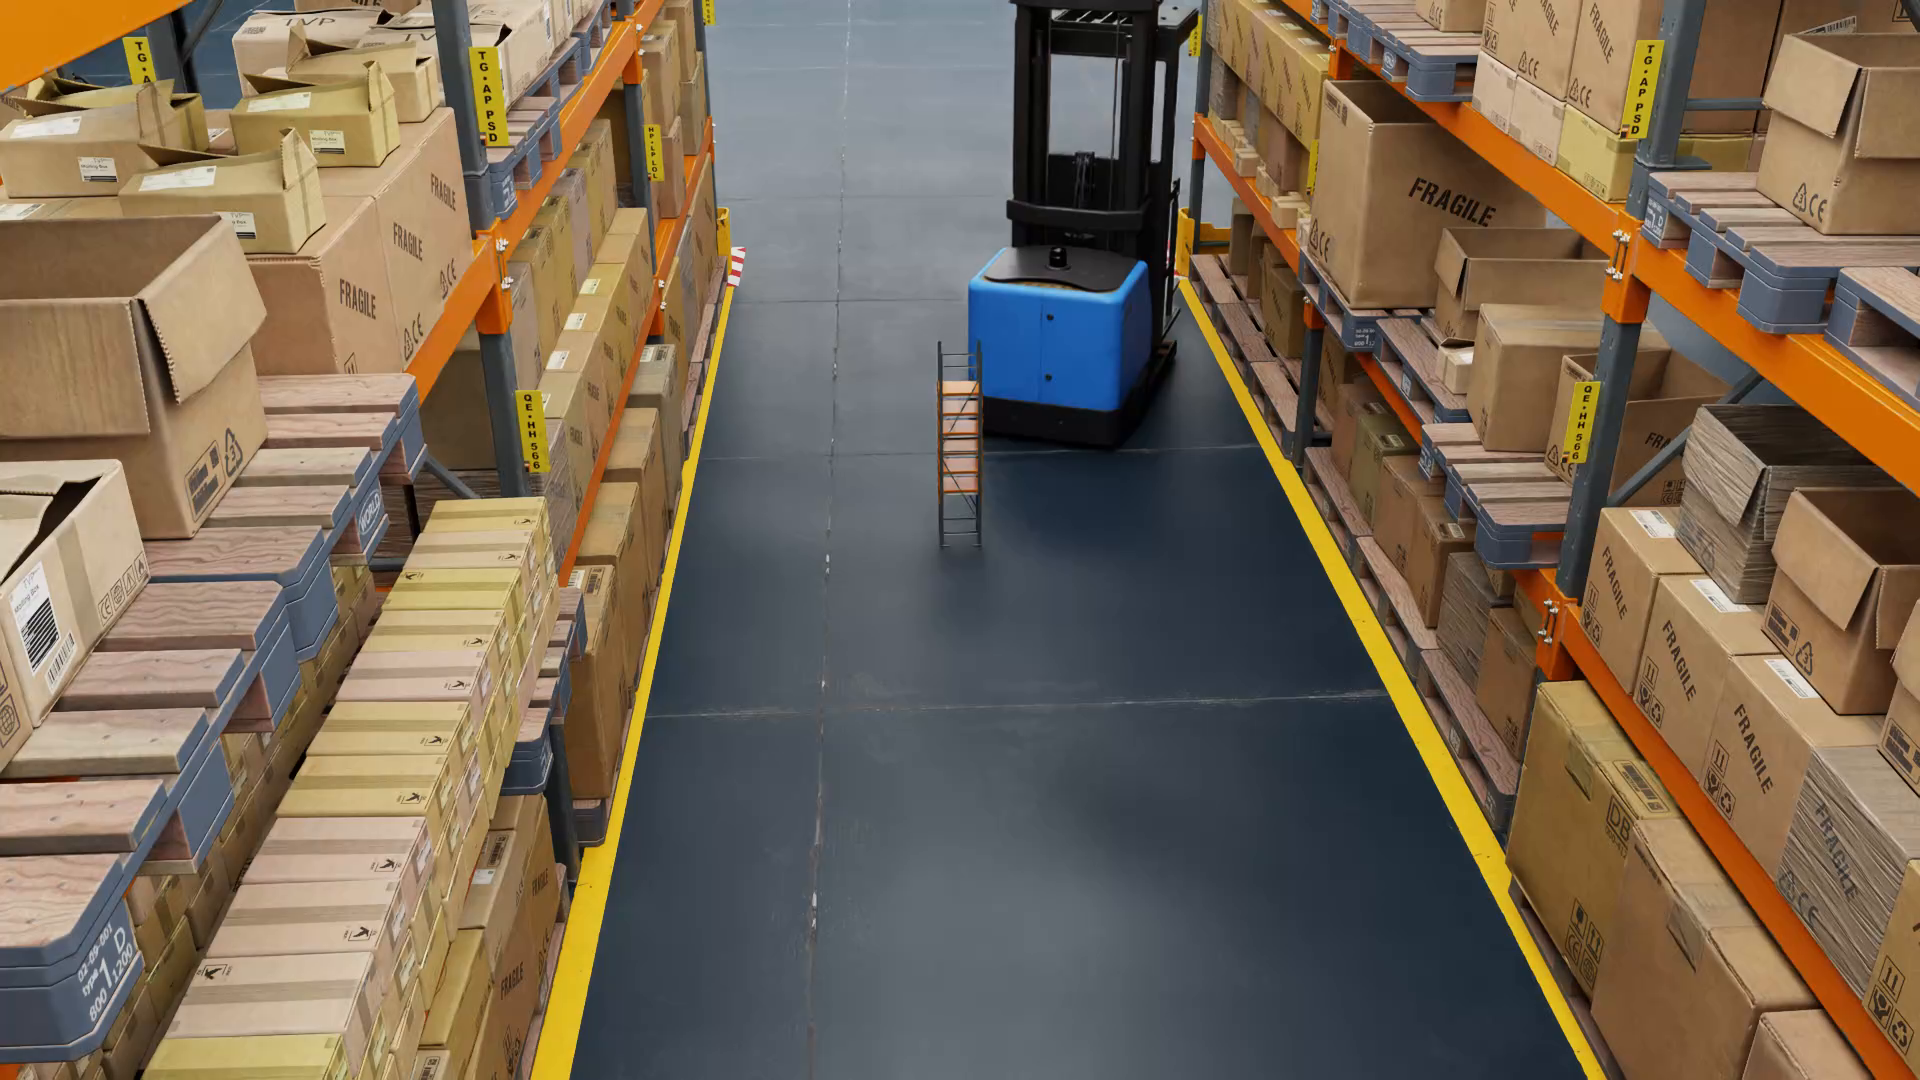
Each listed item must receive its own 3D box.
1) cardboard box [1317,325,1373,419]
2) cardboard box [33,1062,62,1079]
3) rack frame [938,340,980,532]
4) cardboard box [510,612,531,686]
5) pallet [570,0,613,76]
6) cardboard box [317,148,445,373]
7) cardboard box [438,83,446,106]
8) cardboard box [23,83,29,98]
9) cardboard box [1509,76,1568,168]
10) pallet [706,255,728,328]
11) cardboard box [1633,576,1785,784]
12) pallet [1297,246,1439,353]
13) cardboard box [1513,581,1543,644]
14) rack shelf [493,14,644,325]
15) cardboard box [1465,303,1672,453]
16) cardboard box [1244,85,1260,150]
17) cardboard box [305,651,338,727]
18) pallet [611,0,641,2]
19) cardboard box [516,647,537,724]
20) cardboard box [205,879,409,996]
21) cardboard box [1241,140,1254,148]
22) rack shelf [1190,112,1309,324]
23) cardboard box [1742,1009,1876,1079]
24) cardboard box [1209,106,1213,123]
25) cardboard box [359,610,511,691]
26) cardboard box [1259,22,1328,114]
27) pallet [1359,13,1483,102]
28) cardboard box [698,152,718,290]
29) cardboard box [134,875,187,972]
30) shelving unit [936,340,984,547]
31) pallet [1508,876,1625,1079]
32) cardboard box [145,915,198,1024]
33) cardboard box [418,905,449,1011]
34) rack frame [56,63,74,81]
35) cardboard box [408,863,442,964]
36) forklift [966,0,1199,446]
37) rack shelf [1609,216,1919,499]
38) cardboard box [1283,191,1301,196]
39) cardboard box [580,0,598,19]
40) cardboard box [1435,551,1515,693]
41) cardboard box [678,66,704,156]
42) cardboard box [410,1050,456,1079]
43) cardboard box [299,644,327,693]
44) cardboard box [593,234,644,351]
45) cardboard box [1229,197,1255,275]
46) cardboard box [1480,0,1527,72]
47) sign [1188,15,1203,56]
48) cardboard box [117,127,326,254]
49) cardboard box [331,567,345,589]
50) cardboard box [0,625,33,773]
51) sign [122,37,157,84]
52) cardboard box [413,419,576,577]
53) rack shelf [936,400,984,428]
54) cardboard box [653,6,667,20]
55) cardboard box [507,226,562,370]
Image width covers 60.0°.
[{"bbox_3d":[2.659,-1.084,10.834,0.500,0.500,0.500,-2,28,-4],"label":"cardboard box"},{"bbox_3d":[-2.157,1.063,3.643,0.380,0.149,0.250,-1,28,-3],"label":"cardboard box"},{"bbox_3d":[-0.006,-0.581,9.566,0.240,1.200,0.006,-1,28,-3],"label":"rack frame"},{"bbox_3d":[-1.597,0.355,5.322,0.380,0.149,0.250,-1,28,-1],"label":"cardboard box"},{"bbox_3d":[-2.221,-2.571,8.398,0.805,0.209,1.217,-2,28,-5],"label":"pallet"},{"bbox_3d":[-1.787,-0.787,4.663,0.500,0.500,0.500,-1,28,-3],"label":"cardboard box"},{"bbox_3d":[-1.967,-1.508,5.863,0.380,0.149,0.250,-2,28,-5],"label":"cardboard box"},{"bbox_3d":[-7.162,-3.361,12.521,0.500,0.500,0.500,-2,28,-4],"label":"cardboard box"},{"bbox_3d":[2.540,-1.679,6.645,0.500,0.250,0.500,-1,28,-3],"label":"cardboard box"},{"bbox_3d":[-2.407,-1.991,13.339,1.003,0.211,1.213,-1,28,-3],"label":"pallet"},{"bbox_3d":[2.632,0.451,5.533,0.500,0.500,0.500,-2,28,-4],"label":"cardboard box"},{"bbox_3d":[2.535,-1.379,9.358,1.003,0.211,1.213,-1,28,-3],"label":"pallet"},{"bbox_3d":[2.784,0.299,7.350,0.500,0.250,0.500,0,28,-1],"label":"cardboard box"},{"bbox_3d":[-2.214,-1.835,7.559,1.077,0.370,4.000,-1,28,-3],"label":"rack shelf"},{"bbox_3d":[2.652,-0.708,7.301,0.700,0.500,0.500,3,28,5],"label":"cardboard box"},{"bbox_3d":[2.561,-3.130,12.077,0.875,0.500,0.500,-1,28,-3],"label":"cardboard box"},{"bbox_3d":[-2.259,0.485,5.394,0.380,0.149,0.250,0,28,0],"label":"cardboard box"},{"bbox_3d":[-2.351,-3.416,9.909,1.003,0.211,1.213,-1,28,-3],"label":"pallet"},{"bbox_3d":[-1.600,0.475,5.413,0.380,0.149,0.250,-1,28,-2],"label":"cardboard box"},{"bbox_3d":[-1.518,0.935,3.889,0.380,0.149,0.250,-2,28,-3],"label":"cardboard box"},{"bbox_3d":[2.280,-2.842,12.227,0.380,0.149,0.250,-1,28,-3],"label":"cardboard box"},{"bbox_3d":[2.536,-2.425,11.935,1.077,0.370,4.000,-1,28,-3],"label":"rack shelf"},{"bbox_3d":[2.957,1.922,4.665,1.225,0.875,0.875,-2,28,-4],"label":"cardboard box"},{"bbox_3d":[2.208,-3.419,13.334,0.380,0.149,0.250,-1,28,-3],"label":"cardboard box"},{"bbox_3d":[-1.584,0.336,5.035,0.380,0.149,0.250,-1,28,-1],"label":"cardboard box"},{"bbox_3d":[2.289,-3.103,10.945,0.500,0.500,0.500,-1,28,-3],"label":"cardboard box"},{"bbox_3d":[2.623,-2.301,7.877,1.213,0.211,1.003,-1,28,-3],"label":"pallet"},{"bbox_3d":[-2.426,-2.527,13.196,0.875,0.875,0.875,-1,28,-2],"label":"cardboard box"},{"bbox_3d":[-2.191,0.952,4.176,0.380,0.149,0.250,-1,28,-2],"label":"cardboard box"},{"bbox_3d":[-0.001,-0.539,9.485,0.258,1.200,0.189,-1,28,-3],"label":"shelving unit"},{"bbox_3d":[2.815,1.629,6.399,1.003,0.211,1.213,-1,28,-3],"label":"pallet"},{"bbox_3d":[-2.190,1.092,4.231,0.380,0.149,0.250,0,28,0],"label":"cardboard box"},{"bbox_3d":[-1.536,1.076,4.261,0.380,0.149,0.250,-2,28,-4],"label":"cardboard box"},{"bbox_3d":[-7.465,-3.429,13.080,1.000,3.000,0.127,-1,28,-3],"label":"rack frame"},{"bbox_3d":[-1.535,0.941,4.198,0.380,0.149,0.250,-2,28,-4],"label":"cardboard box"},{"bbox_3d":[0.970,-2.574,11.516,1.130,2.935,3.031,8,29,16],"label":"forklift"},{"bbox_3d":[2.953,-0.061,4.157,1.077,0.370,4.000,-1,28,-3],"label":"rack shelf"},{"bbox_3d":[2.373,-2.266,11.122,0.380,0.149,0.250,-1,28,-3],"label":"cardboard box"},{"bbox_3d":[-2.034,-2.677,7.995,0.500,0.250,0.500,-2,28,-3],"label":"cardboard box"},{"bbox_3d":[2.752,0.375,8.015,0.700,0.500,0.500,-4,28,-7],"label":"cardboard box"},{"bbox_3d":[-2.412,-3.238,12.552,0.875,0.550,0.550,-1,28,-3],"label":"cardboard box"},{"bbox_3d":[-1.728,1.707,4.671,0.500,0.250,0.500,0,28,-1],"label":"cardboard box"},{"bbox_3d":[-2.251,0.369,5.294,0.380,0.149,0.250,-2,28,-4],"label":"cardboard box"},{"bbox_3d":[-1.998,-1.324,8.937,0.500,0.500,0.500,-2,28,-3],"label":"cardboard box"},{"bbox_3d":[2.447,-2.457,13.466,0.500,0.500,0.500,4,28,7],"label":"cardboard box"},{"bbox_3d":[2.526,-2.249,6.927,0.500,0.500,0.500,-1,28,-2],"label":"cardboard box"},{"bbox_3d":[1.889,-4.039,13.314,0.100,0.325,0.005,-1,28,-3],"label":"sign"},{"bbox_3d":[-1.741,-0.840,3.938,0.396,0.266,0.258,-1,28,-3],"label":"cardboard box"},{"bbox_3d":[-2.262,0.103,5.483,0.380,0.149,0.250,-2,28,-4],"label":"cardboard box"},{"bbox_3d":[-1.811,0.209,2.300,0.700,0.500,0.500,-1,28,-3],"label":"cardboard box"},{"bbox_3d":[-2.664,-1.485,5.465,0.100,0.325,0.005,-1,28,-3],"label":"sign"},{"bbox_3d":[-1.863,-0.159,6.702,0.500,0.500,0.500,-1,28,-2],"label":"cardboard box"},{"bbox_3d":[-0.001,-0.712,9.395,0.258,0.103,0.180,-1,28,-3],"label":"rack shelf"},{"bbox_3d":[-2.532,-3.454,11.799,0.875,0.550,0.550,-1,28,-3],"label":"cardboard box"},{"bbox_3d":[-2.180,-1.066,7.361,0.700,0.500,0.500,-2,28,-3],"label":"cardboard box"}]
